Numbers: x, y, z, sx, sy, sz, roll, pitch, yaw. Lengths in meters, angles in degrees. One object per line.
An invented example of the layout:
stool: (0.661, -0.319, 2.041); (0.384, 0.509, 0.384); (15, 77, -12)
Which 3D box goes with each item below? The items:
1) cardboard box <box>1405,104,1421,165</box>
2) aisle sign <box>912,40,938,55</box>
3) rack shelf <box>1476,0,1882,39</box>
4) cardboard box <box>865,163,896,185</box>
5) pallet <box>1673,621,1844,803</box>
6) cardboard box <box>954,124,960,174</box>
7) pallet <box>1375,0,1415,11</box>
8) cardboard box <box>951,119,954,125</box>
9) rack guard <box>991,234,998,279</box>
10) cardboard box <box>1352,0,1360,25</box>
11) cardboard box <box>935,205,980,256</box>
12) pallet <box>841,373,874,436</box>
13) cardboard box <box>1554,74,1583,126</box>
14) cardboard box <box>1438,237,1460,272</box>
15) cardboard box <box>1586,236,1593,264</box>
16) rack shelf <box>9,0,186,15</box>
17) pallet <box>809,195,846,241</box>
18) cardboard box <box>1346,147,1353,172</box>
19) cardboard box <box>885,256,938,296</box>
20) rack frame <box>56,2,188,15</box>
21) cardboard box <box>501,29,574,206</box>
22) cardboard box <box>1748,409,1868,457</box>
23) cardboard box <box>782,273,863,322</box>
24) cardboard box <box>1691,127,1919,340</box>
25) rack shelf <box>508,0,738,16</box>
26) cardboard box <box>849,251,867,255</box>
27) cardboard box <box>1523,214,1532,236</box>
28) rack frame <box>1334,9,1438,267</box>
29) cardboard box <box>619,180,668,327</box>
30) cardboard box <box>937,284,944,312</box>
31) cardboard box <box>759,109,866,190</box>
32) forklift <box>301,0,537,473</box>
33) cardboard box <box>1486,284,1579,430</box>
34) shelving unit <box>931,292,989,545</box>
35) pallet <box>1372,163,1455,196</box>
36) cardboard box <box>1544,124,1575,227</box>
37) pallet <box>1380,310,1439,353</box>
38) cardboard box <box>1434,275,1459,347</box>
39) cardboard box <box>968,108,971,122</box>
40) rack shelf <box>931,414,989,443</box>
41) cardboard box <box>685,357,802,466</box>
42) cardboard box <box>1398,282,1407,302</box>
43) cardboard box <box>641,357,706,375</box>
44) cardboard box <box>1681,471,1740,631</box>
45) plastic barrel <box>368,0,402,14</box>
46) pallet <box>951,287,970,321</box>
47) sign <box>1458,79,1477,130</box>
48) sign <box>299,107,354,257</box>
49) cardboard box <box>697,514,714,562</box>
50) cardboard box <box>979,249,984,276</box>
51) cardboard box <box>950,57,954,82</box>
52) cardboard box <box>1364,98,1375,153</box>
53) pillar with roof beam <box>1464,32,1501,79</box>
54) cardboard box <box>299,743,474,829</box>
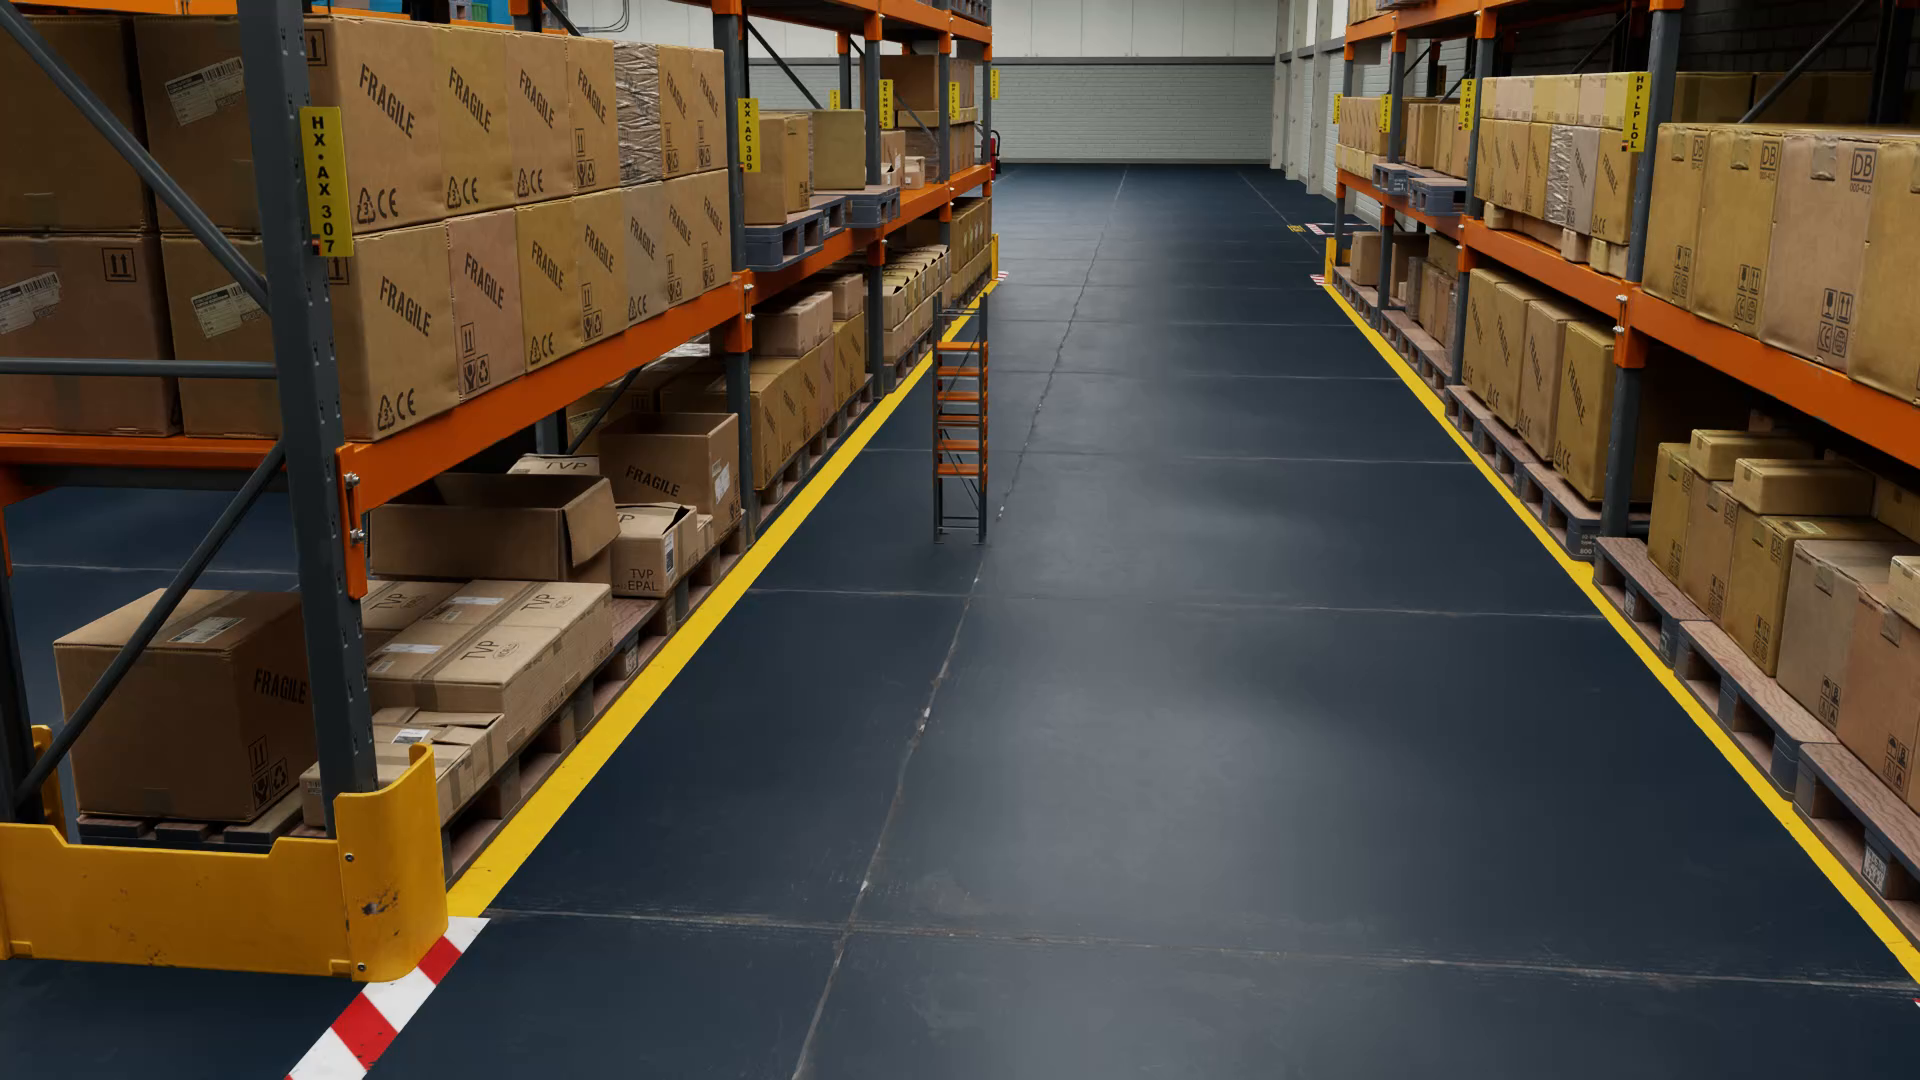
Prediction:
cardboard box: (4.234, -3.490, 14.288); (0.700, 0.500, 0.500); (2, 15, 6)
aisle sign: (-0.443, -5.824, 18.973); (0.394, 0.787, 0.004); (2, 15, 6)
rack shelf: (3.648, -2.905, 8.791); (1.077, 0.370, 4.000); (2, 15, 6)
cardboard box: (-0.755, -2.651, 12.391); (0.500, 0.311, 0.500); (2, 15, 6)
pallet: (3.124, 0.573, 5.640); (1.003, 0.211, 1.213); (2, 15, 6)
cardboard box: (-0.383, -4.069, 17.271); (0.700, 0.500, 0.500); (2, 15, 8)
pallet: (4.150, -4.561, 13.896); (1.213, 0.211, 1.003); (2, 15, 6)
cardboard box: (-0.260, -4.196, 16.498); (0.380, 0.149, 0.250); (1, 15, 4)
rack guard: (-0.143, -3.342, 19.565); (1.175, 0.500, 0.348); (2, 15, 6)
cardboard box: (4.395, -5.686, 17.468); (0.500, 0.500, 0.500); (3, 15, 10)
cardboard box: (-0.066, -3.243, 17.435); (0.500, 0.500, 0.500); (2, 15, 6)
pallet: (-1.170, -0.929, 11.195); (1.003, 0.211, 1.213); (2, 15, 6)
cardboard box: (3.346, -2.242, 8.472); (0.500, 0.250, 0.500); (2, 15, 7)
cardboard box: (4.158, -2.287, 13.384); (0.500, 0.250, 0.500); (1, 15, 5)
cardboard box: (3.259, -1.402, 8.043); (0.380, 0.149, 0.250); (2, 15, 8)
rack shelf: (-6.195, -3.197, 9.870); (1.077, 0.370, 4.000); (2, 15, 6)
pallet: (-1.263, -1.871, 9.702); (1.003, 0.211, 1.213); (2, 15, 6)
cardboard box: (4.299, -3.951, 17.276); (0.500, 0.250, 0.500); (1, 15, 5)
cardboard box: (-0.469, -2.274, 14.213); (0.500, 0.311, 0.500); (2, 15, 6)
rack frame: (-5.970, -2.615, 12.086); (1.000, 3.000, 0.127); (2, 15, 6)
cardboard box: (-1.526, -1.297, 5.104); (0.500, 0.500, 0.500); (2, 15, 7)
cardboard box: (3.450, -0.436, 6.768); (0.380, 0.149, 0.250); (2, 15, 6)
cardboard box: (-0.923, -1.572, 10.737); (0.500, 0.250, 0.500); (2, 15, 8)
cardboard box: (3.258, -1.101, 5.913); (0.980, 0.700, 0.700); (1, 15, 5)
rack shelf: (-1.725, -2.013, 5.490); (1.077, 0.370, 4.000); (2, 15, 6)
cardboard box: (-0.953, -2.422, 14.762); (0.500, 0.311, 0.500); (2, 15, 6)
cardboard box: (3.529, -1.865, 9.755); (0.380, 0.149, 0.250); (2, 15, 7)
rack frame: (4.777, -4.398, 18.680); (1.000, 3.000, 0.127); (2, 15, 6)
cardboard box: (-1.414, -1.075, 6.198); (0.500, 0.500, 0.500); (2, 15, 8)
cardboard box: (-0.415, -2.134, 14.769); (0.500, 0.250, 0.500); (1, 15, 5)
cardboard box: (-1.007, -2.552, 10.859); (0.700, 0.500, 0.500); (-3, 16, -13)
forklift: (-3.604, -2.031, 10.058); (1.130, 2.935, 3.031); (-9, 18, -30)
cardboard box: (3.556, -1.074, 9.702); (0.750, 0.750, 0.750); (2, 15, 6)
shelving unit: (0.002, -0.583, 8.019); (0.258, 1.200, 0.189); (2, 15, 6)
pallet: (4.095, -3.074, 14.151); (1.003, 0.211, 1.213); (2, 15, 6)
cardboard box: (3.337, -1.877, 8.557); (0.500, 0.500, 0.500); (2, 15, 6)
pallet: (4.239, -1.812, 14.460); (1.003, 0.211, 1.213); (2, 15, 6)
cardboard box: (4.105, -1.777, 12.933); (0.700, 0.500, 0.500); (2, 15, 6)
cardboard box: (-0.087, -4.600, 17.994); (0.380, 0.149, 0.250); (2, 15, 7)
rack shelf: (0.002, -0.540, 8.031); (0.258, 0.103, 0.180); (2, 15, 6)
cardboard box: (-1.154, -0.693, 8.925); (0.500, 0.500, 0.500); (2, 15, 7)
cardboard box: (4.356, -2.345, 15.672); (0.380, 0.166, 0.250); (0, 15, -1)
cardboard box: (-1.665, -0.701, 8.953); (0.500, 0.500, 0.500); (2, 15, 6)
cardboard box: (3.177, 0.039, 6.254); (0.700, 0.500, 0.500); (2, 15, 6)
plastic barrel: (-5.360, -5.204, 14.954); (0.600, 0.901, 0.708); (2, 15, 6)
pallet: (-0.466, -2.364, 16.502); (1.003, 0.211, 1.213); (2, 15, 6)
sign: (3.334, -2.857, 10.916); (0.100, 0.325, 0.005); (2, 15, 6)
sign: (-1.412, -0.795, 3.697); (0.100, 0.325, 0.005); (2, 15, 6)
cardboard box: (-1.265, -0.012, 7.077); (0.380, 0.149, 0.250); (2, 15, 6)
cardboard box: (-0.012, -3.011, 18.013); (0.500, 0.250, 0.500); (2, 15, 6)
cardboard box: (-0.440, -4.556, 16.588); (0.700, 0.500, 0.500); (2, 15, 6)
cardboard box: (4.122, -3.921, 15.729); (0.500, 0.500, 0.500); (2, 15, 6)
pillar with roof beam: (1.280, -7.214, 17.600); (9.100, 9.000, 0.400); (2, 15, 6)
cardboard box: (-1.562, 0.672, 4.548); (0.380, 0.149, 0.250); (2, 15, 6)
